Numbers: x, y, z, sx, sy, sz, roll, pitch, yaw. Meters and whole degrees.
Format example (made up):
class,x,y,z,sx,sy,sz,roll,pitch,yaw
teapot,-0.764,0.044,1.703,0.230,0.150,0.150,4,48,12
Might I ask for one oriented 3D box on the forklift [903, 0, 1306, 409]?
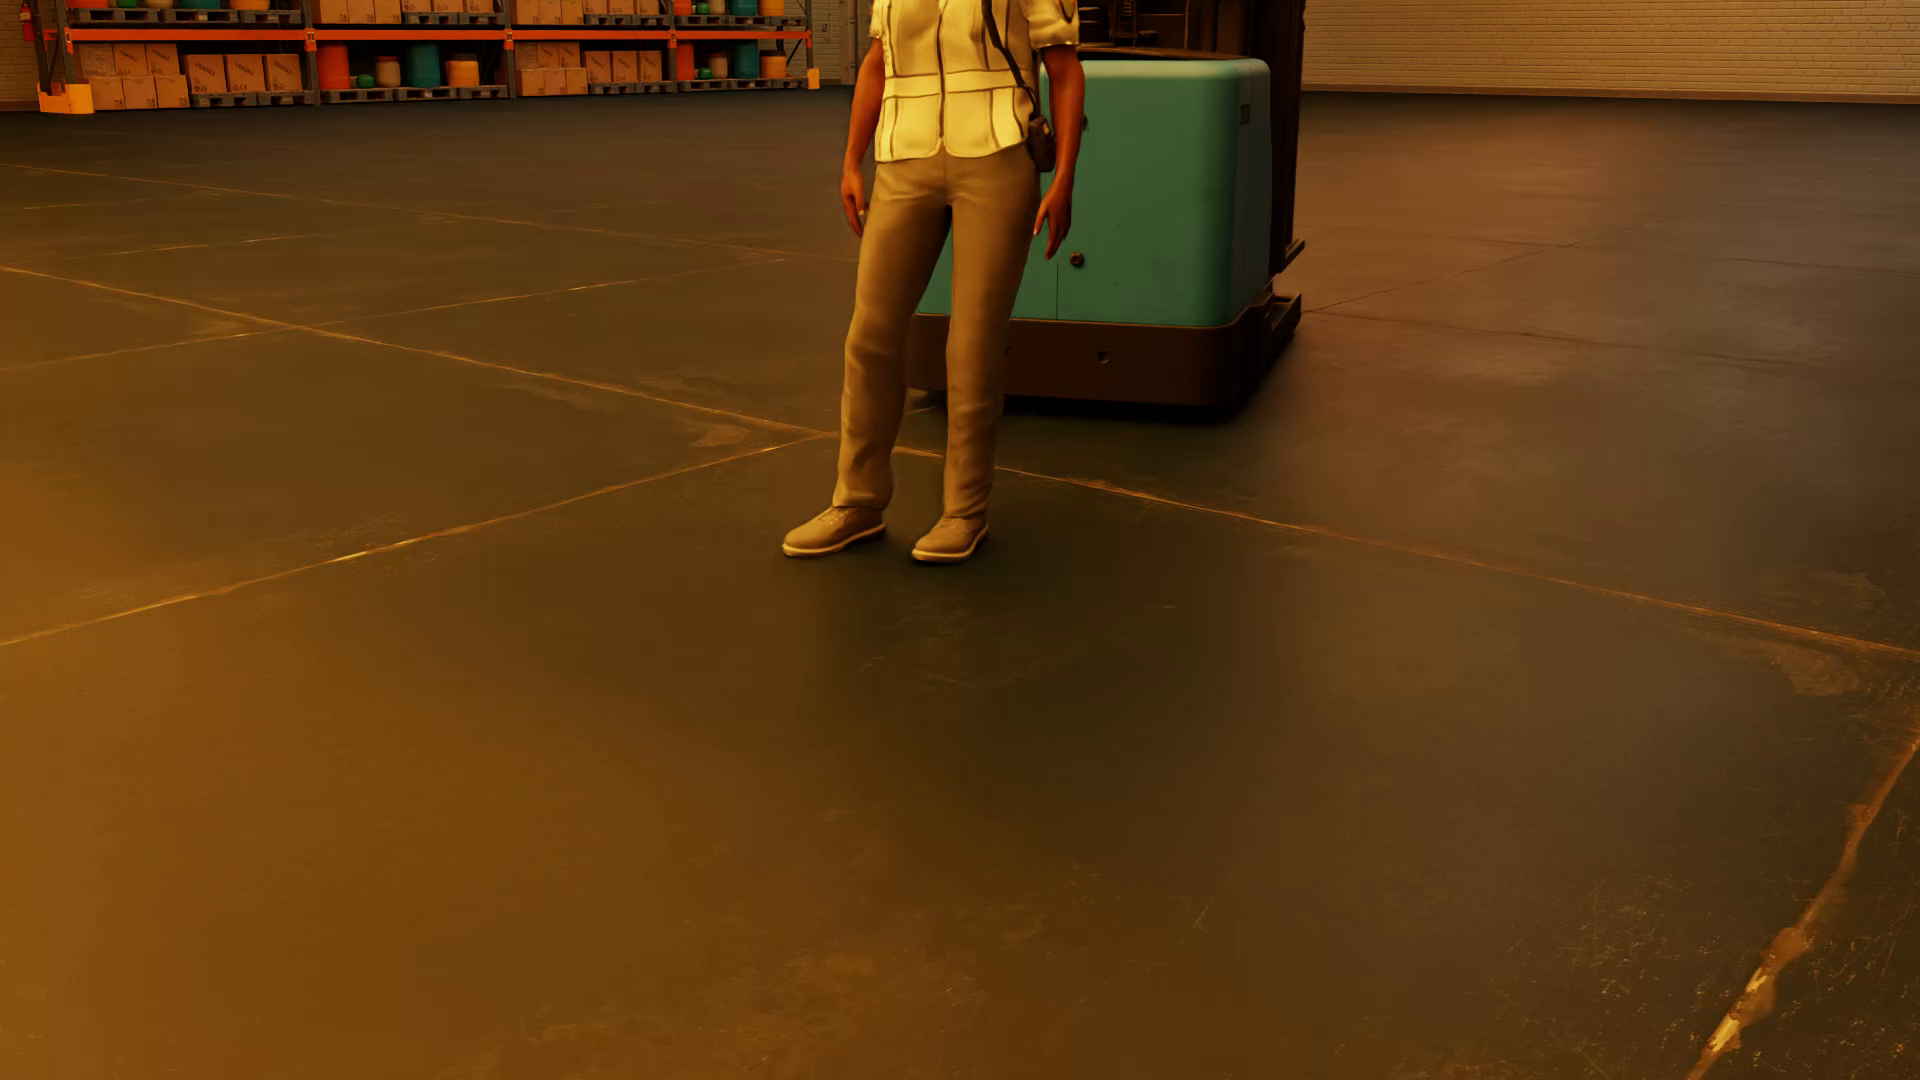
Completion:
class,x,y,z,sx,sy,sz,roll,pitch,yaw
forklift,0.737,-2.193,6.119,1.130,2.935,3.031,5,18,16

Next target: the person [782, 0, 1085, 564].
class,x,y,z,sx,sy,sz,roll,pitch,yaw
person,-0.052,-0.795,3.664,0.641,1.691,0.440,6,18,18
